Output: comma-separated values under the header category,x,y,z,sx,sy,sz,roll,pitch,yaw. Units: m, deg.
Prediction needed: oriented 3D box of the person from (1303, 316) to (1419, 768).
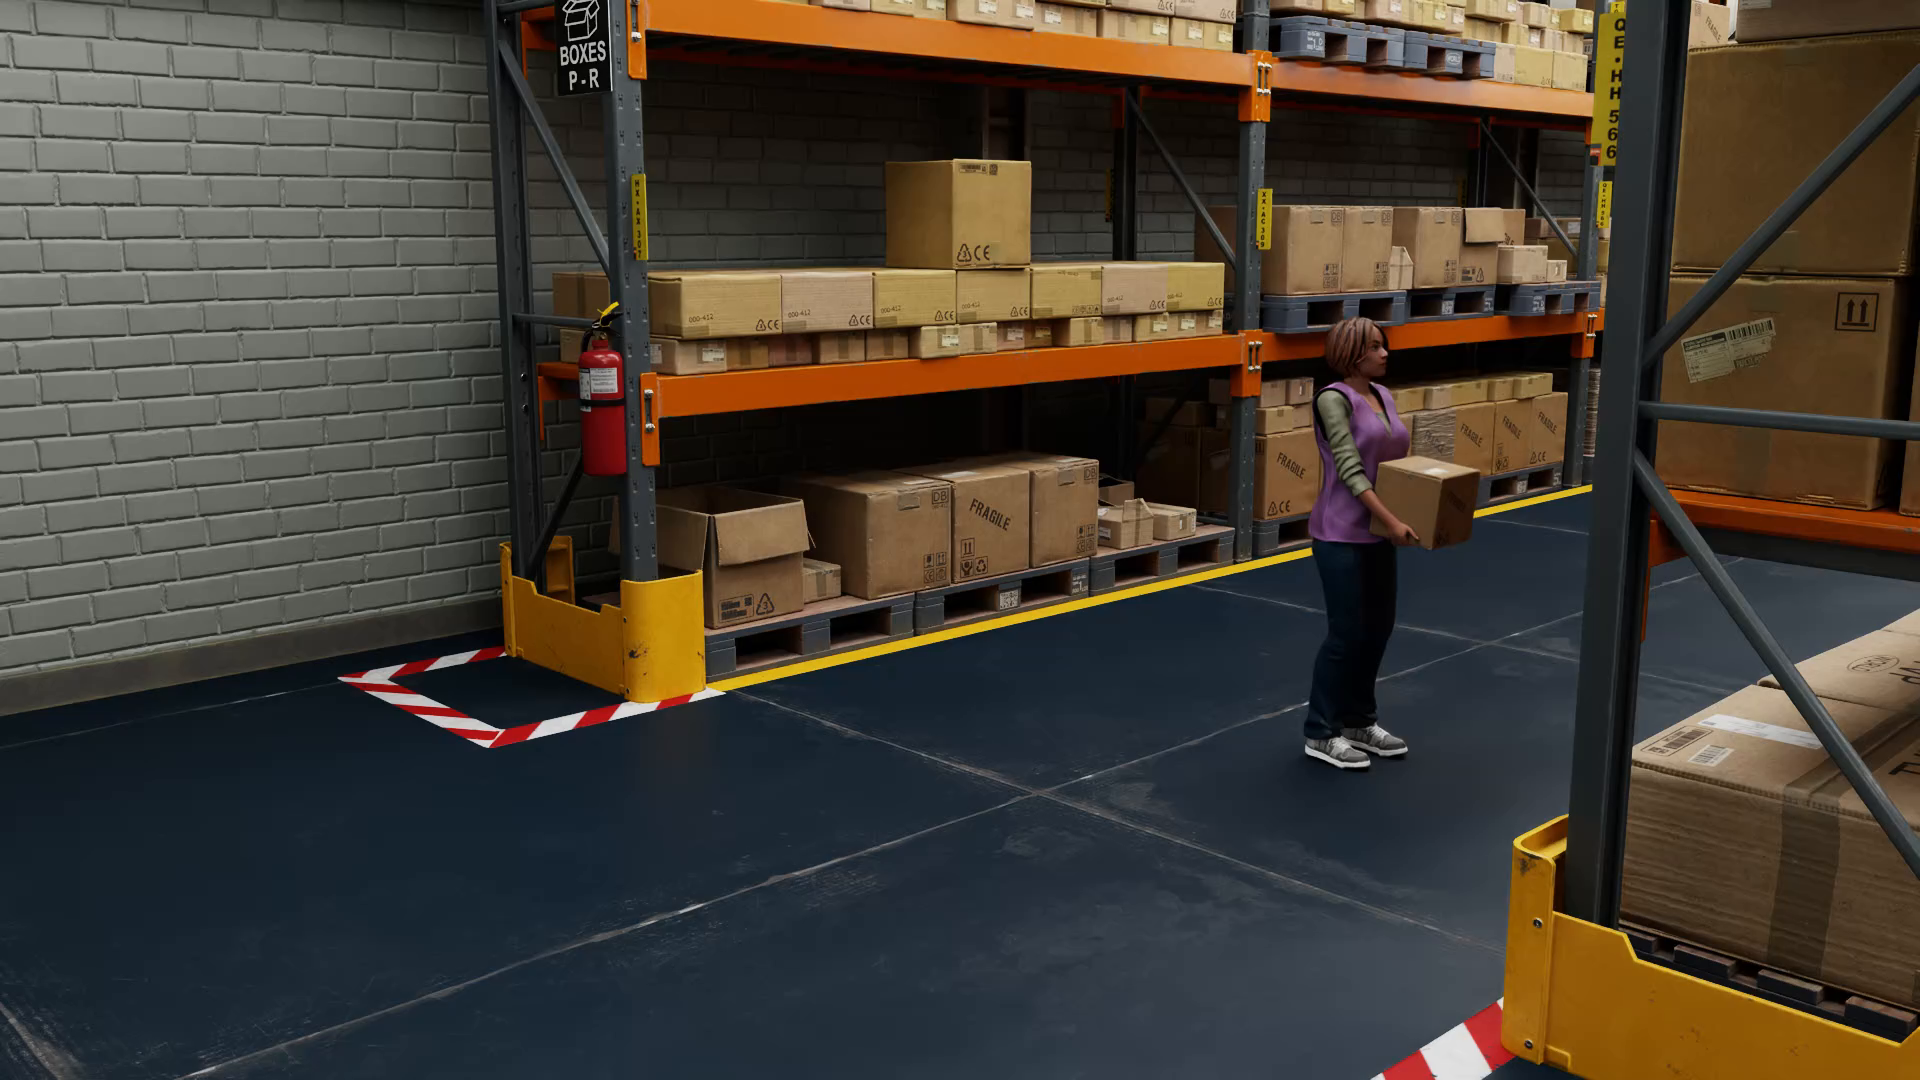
category,x,y,z,sx,sy,sz,roll,pitch,yaw
person,1.481,0.014,5.886,0.411,1.590,0.488,-10,15,-43
